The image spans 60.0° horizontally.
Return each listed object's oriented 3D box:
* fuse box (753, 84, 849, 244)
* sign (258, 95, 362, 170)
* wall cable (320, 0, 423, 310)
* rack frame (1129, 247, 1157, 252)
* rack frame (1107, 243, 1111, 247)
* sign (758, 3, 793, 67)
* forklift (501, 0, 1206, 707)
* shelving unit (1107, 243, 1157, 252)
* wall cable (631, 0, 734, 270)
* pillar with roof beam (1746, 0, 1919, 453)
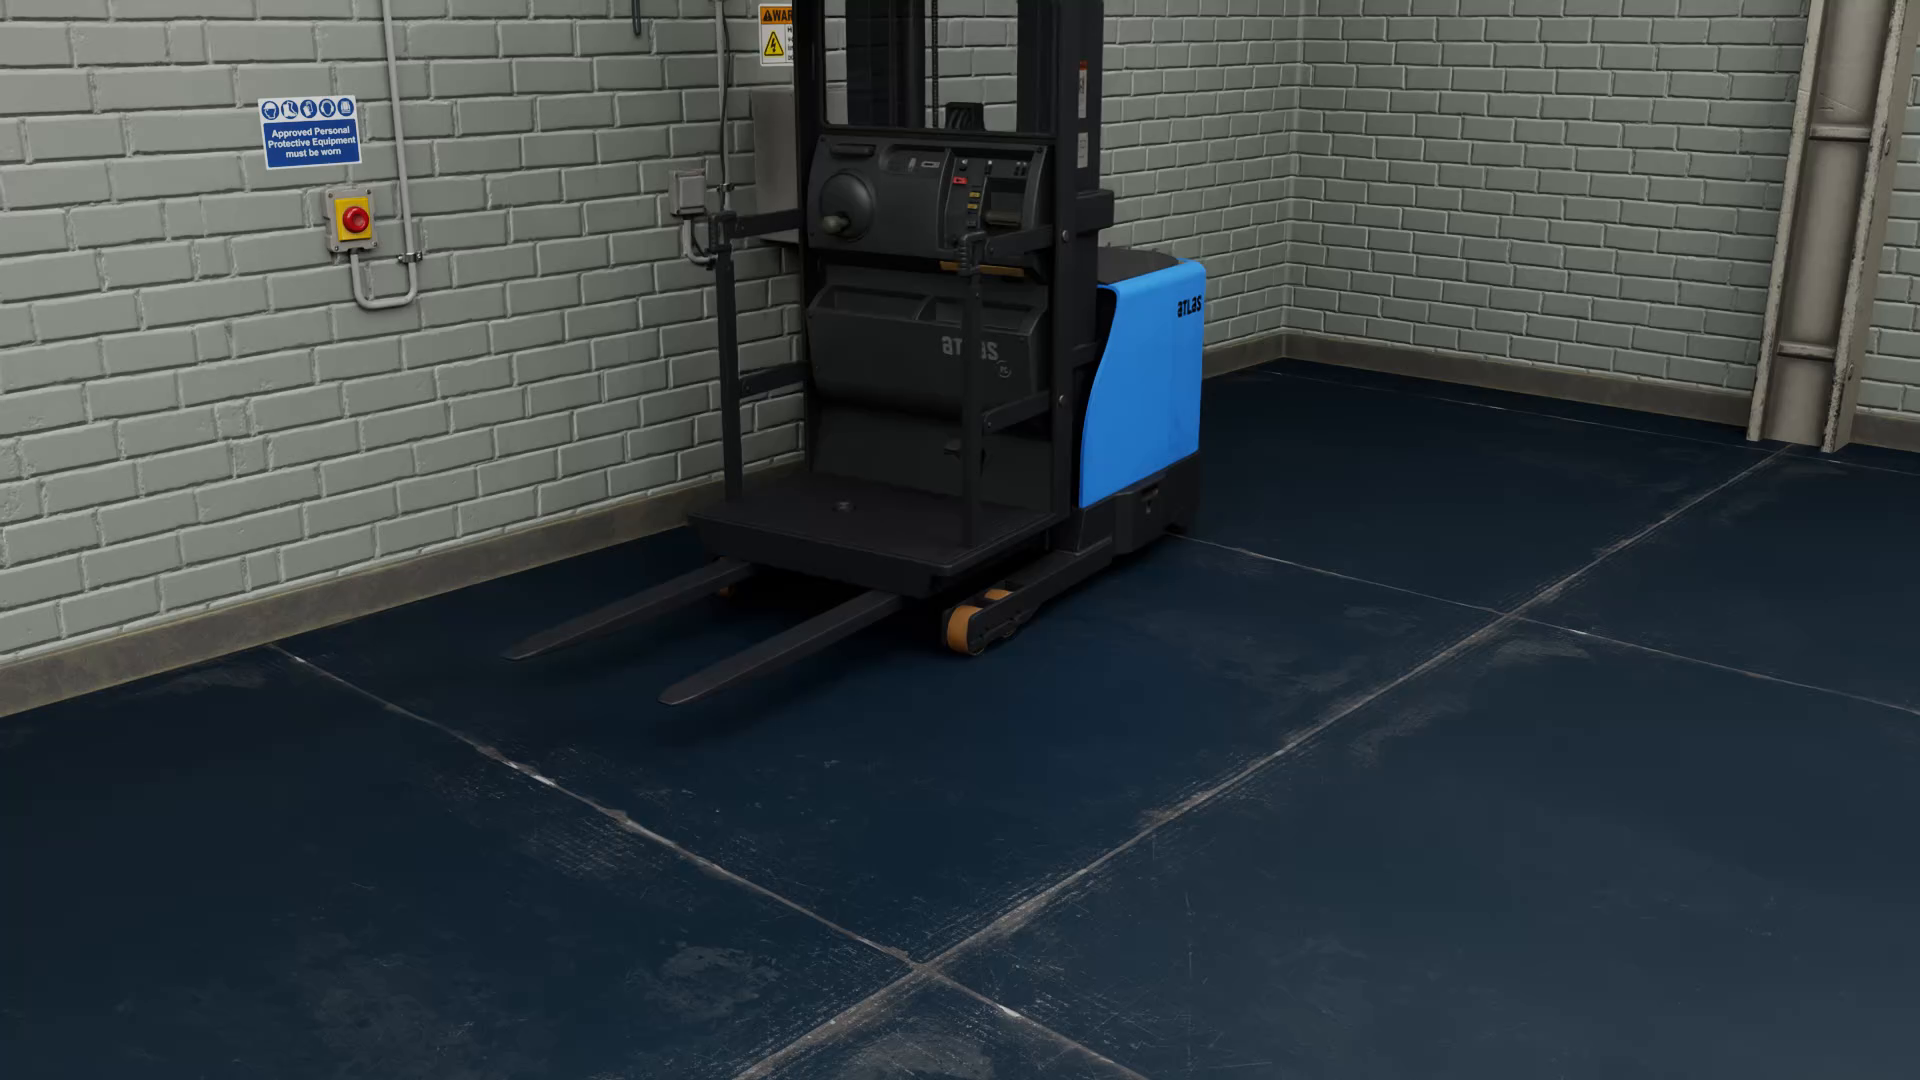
[{"bbox_3d":[-0.495,-1.008,6.959,0.414,1.711,0.539,15,23,39],"label":"fuse box"},{"bbox_3d":[-2.076,-1.306,5.323,0.001,0.218,0.327,15,23,39],"label":"sign"},{"bbox_3d":[-1.999,-1.675,5.201,0.123,1.953,0.585,15,23,39],"label":"wall cable"},{"bbox_3d":[0.729,-0.719,7.108,0.008,1.050,0.200,15,16,39],"label":"rack frame"},{"bbox_3d":[0.547,-0.768,7.262,0.008,1.050,0.200,15,16,39],"label":"rack frame"},{"bbox_3d":[-0.687,-2.045,6.731,0.001,0.242,0.339,15,23,39],"label":"sign"},{"bbox_3d":[-0.237,-1.180,5.486,1.130,2.935,3.031,11,21,31],"label":"forklift"},{"bbox_3d":[0.638,-0.744,7.185,0.252,1.050,0.215,15,16,39],"label":"shelving unit"},{"bbox_3d":[-1.066,-1.984,6.224,0.122,1.984,0.588,15,23,39],"label":"wall cable"},{"bbox_3d":[1.250,-3.804,3.721,0.400,9.000,9.100,15,23,39],"label":"pillar with roof beam"}]
